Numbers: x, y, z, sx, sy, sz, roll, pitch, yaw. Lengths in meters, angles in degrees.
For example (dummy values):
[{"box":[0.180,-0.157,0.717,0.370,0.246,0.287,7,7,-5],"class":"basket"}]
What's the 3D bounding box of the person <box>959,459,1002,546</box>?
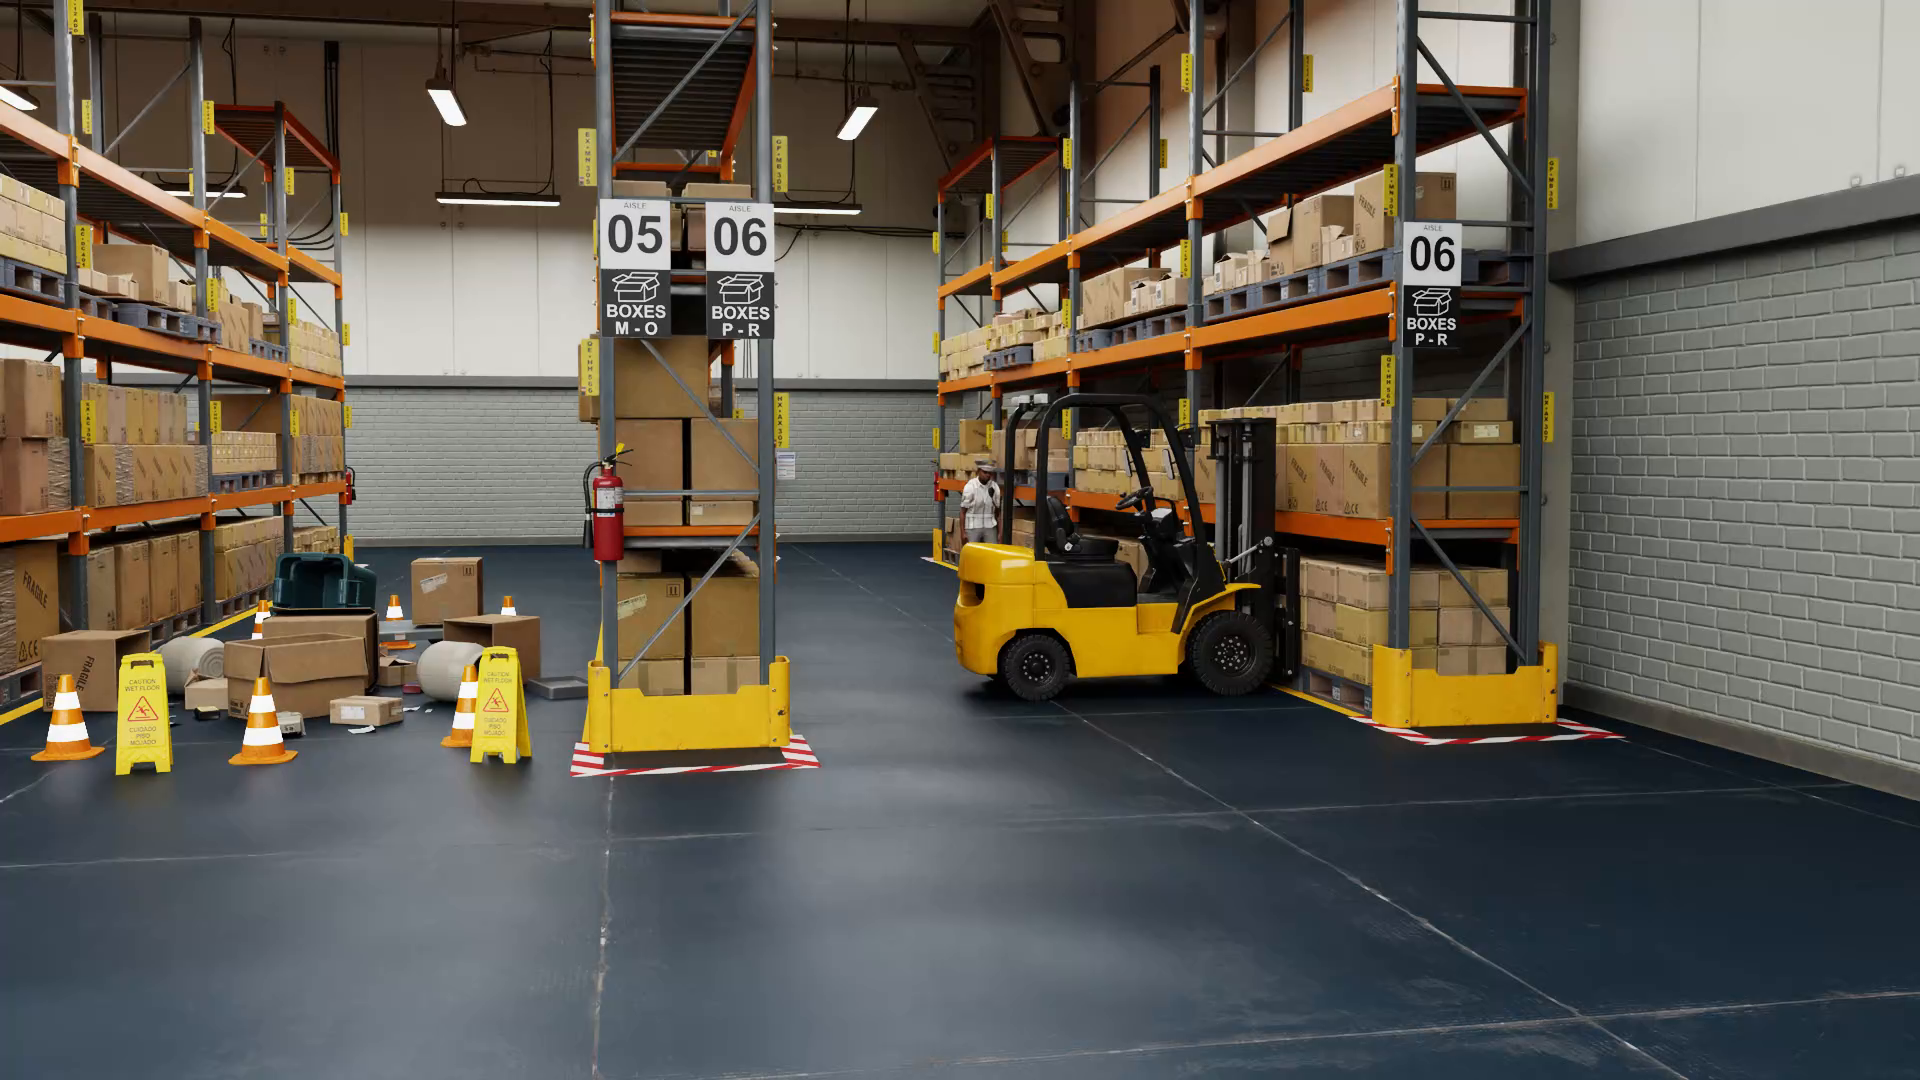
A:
[{"box":[0.234,-0.065,18.358,0.509,1.657,0.425,-1,3,-19],"class":"person"}]
